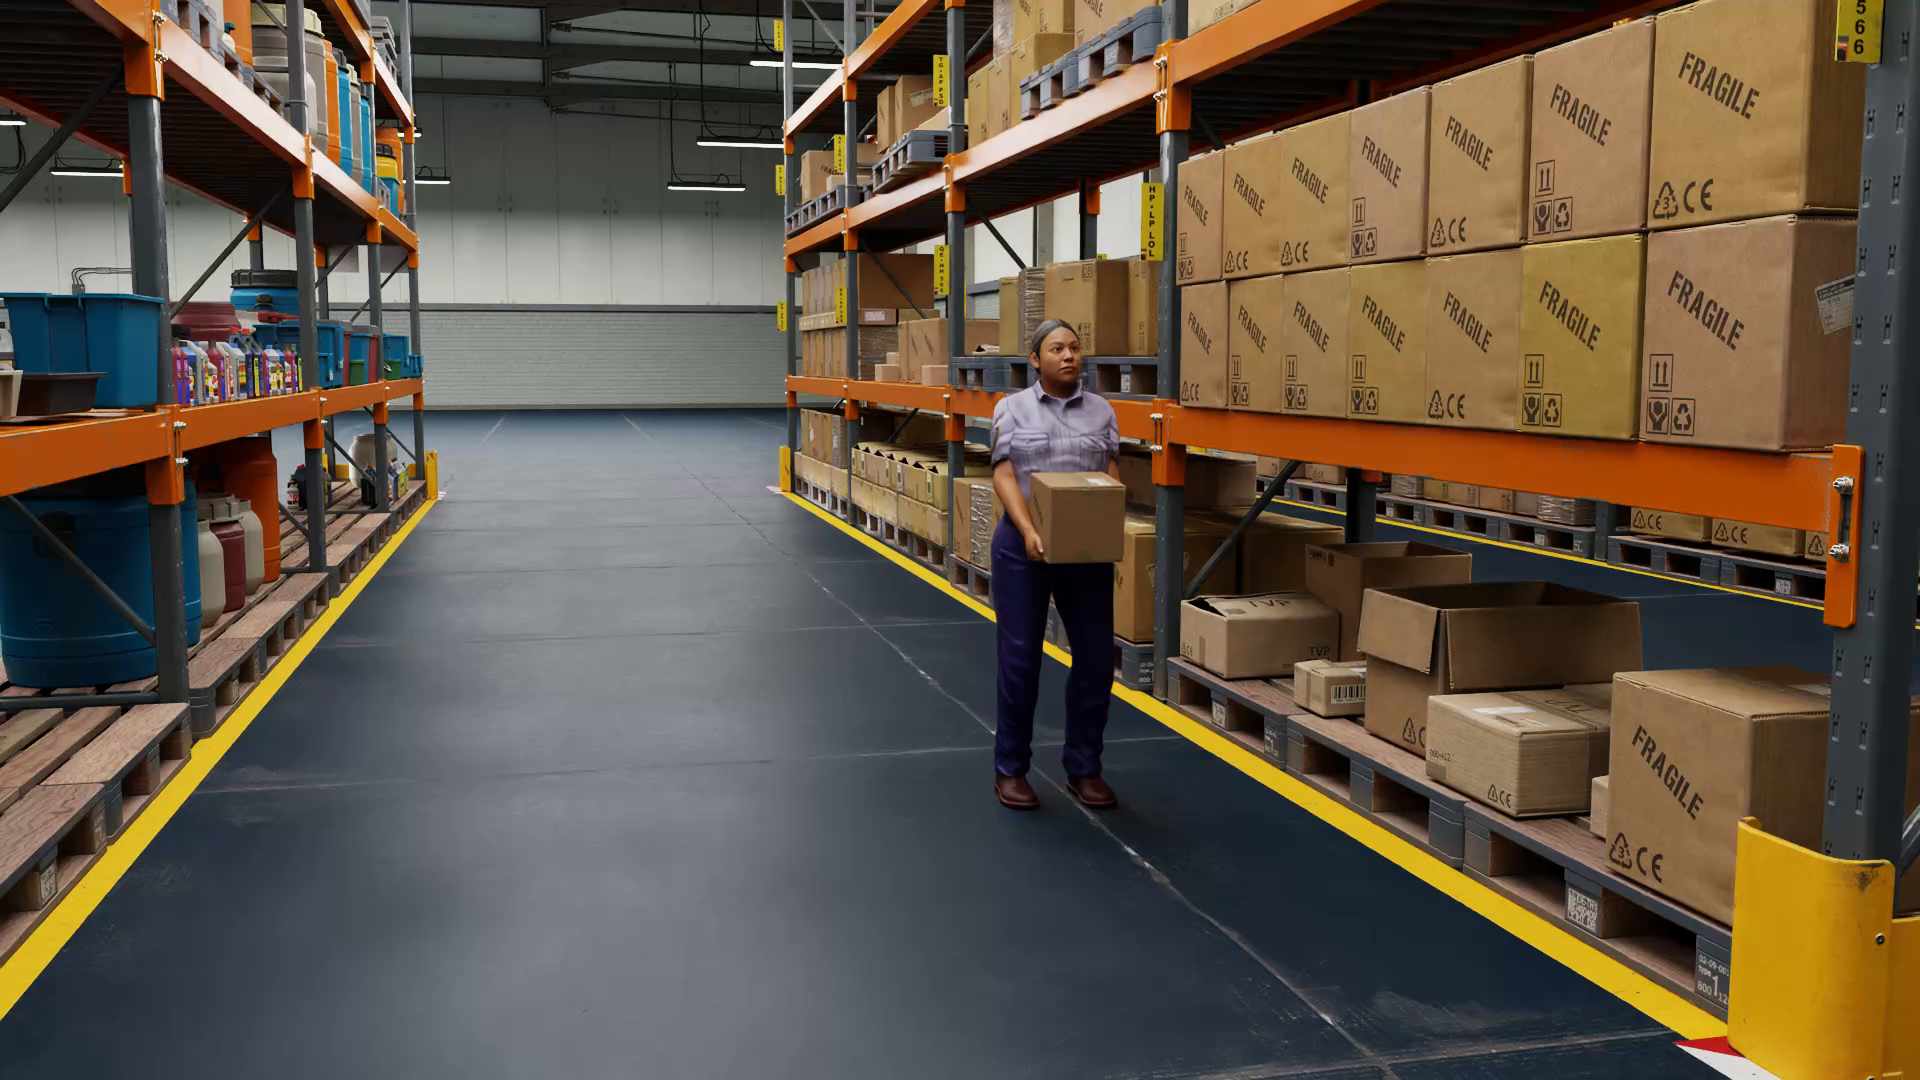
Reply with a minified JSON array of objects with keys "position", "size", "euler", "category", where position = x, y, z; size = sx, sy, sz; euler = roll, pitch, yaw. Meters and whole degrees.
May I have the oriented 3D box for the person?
[{"position":[0.340,0.085,5.592],"size":[0.453,1.626,0.514],"euler":[-1,6,-13],"category":"person"}]
